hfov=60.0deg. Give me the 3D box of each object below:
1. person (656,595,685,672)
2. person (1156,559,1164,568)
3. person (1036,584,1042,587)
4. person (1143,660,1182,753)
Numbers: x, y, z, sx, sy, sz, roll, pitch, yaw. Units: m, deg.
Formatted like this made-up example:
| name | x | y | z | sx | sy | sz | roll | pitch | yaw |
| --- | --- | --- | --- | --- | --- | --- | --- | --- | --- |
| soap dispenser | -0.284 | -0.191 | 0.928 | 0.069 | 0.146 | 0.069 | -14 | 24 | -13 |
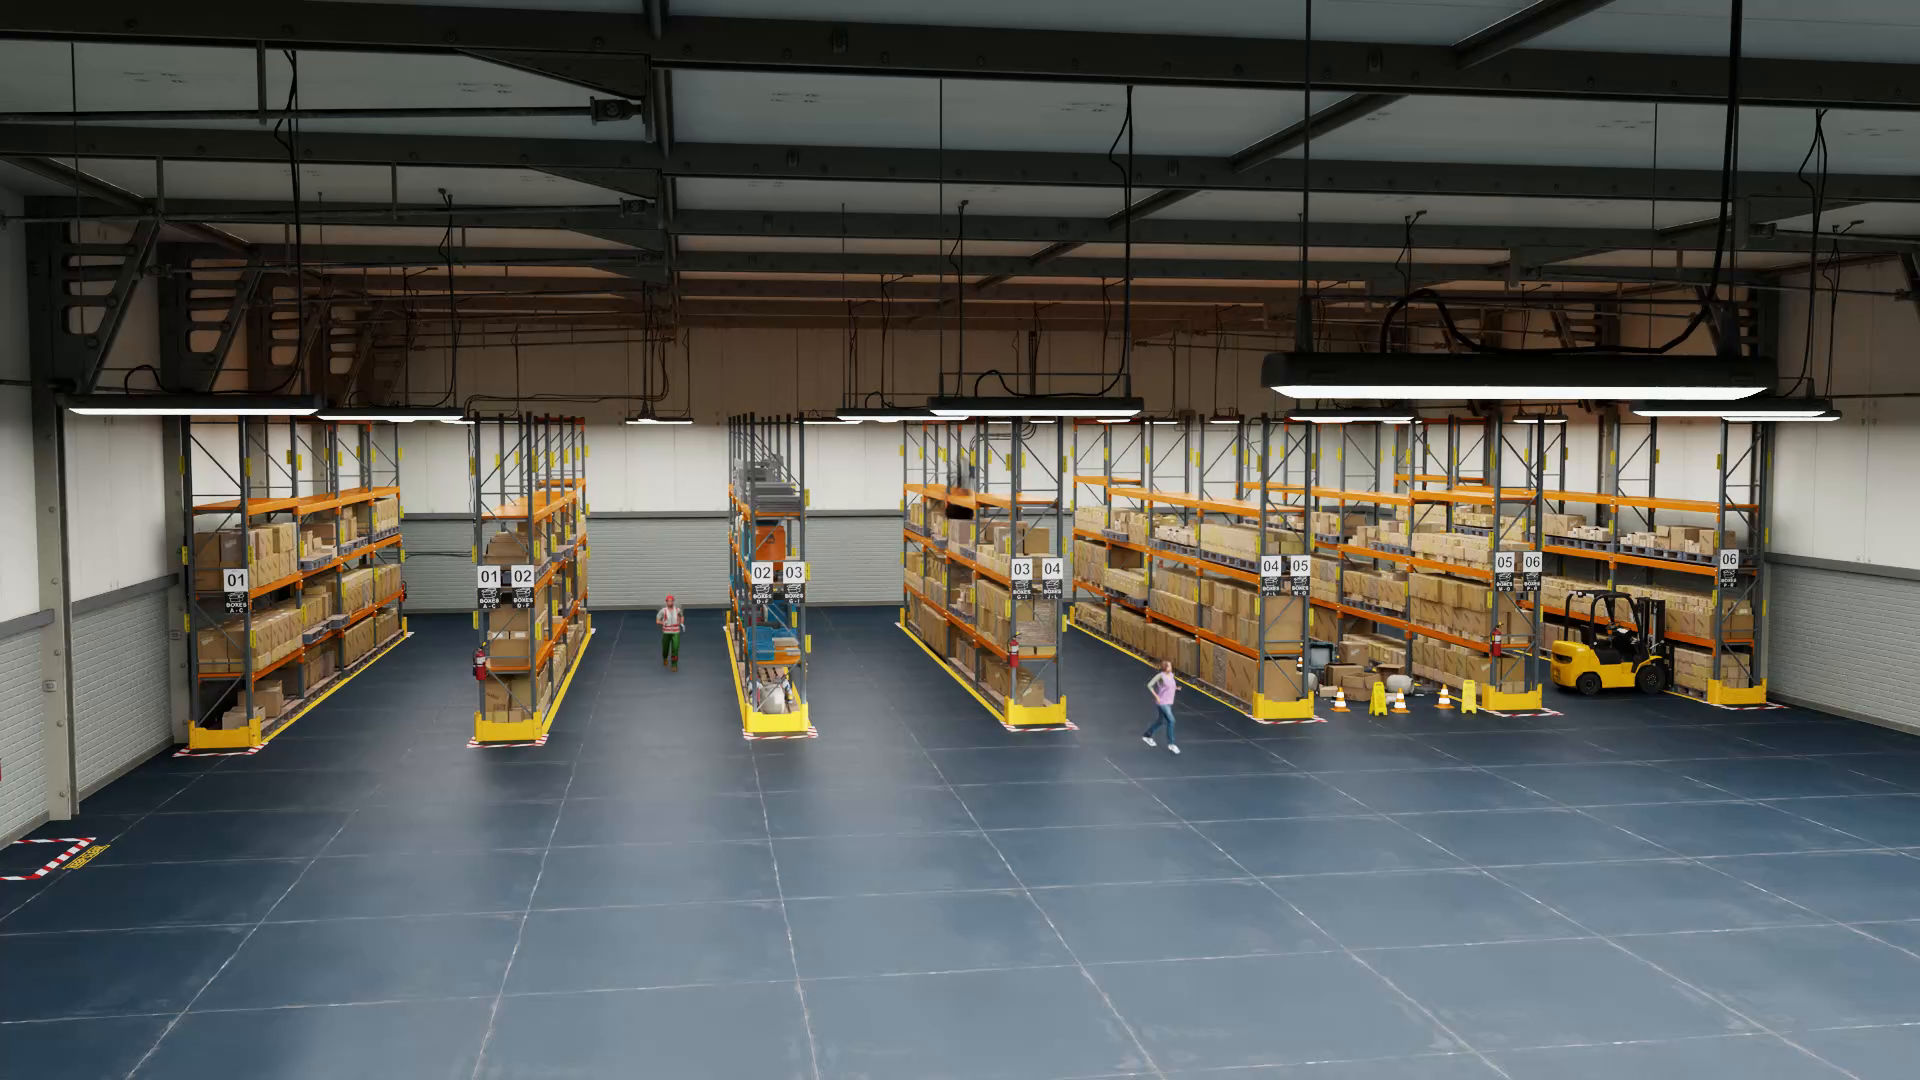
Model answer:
| name | x | y | z | sx | sy | sz | roll | pitch | yaw |
| --- | --- | --- | --- | --- | --- | --- | --- | --- | --- |
| person | -6.776 | 2.178 | 38.961 | 0.666 | 1.768 | 0.957 | -1 | 4 | -17 |
| person | 6.128 | 1.452 | 50.273 | 0.974 | 1.743 | 0.673 | -1 | 4 | -8 |
| person | 2.192 | 1.699 | 47.250 | 0.583 | 1.657 | 0.914 | 0 | 4 | -6 |
| person | 3.597 | 2.925 | 29.425 | 0.765 | 1.637 | 0.516 | 3 | 5 | 34 |
